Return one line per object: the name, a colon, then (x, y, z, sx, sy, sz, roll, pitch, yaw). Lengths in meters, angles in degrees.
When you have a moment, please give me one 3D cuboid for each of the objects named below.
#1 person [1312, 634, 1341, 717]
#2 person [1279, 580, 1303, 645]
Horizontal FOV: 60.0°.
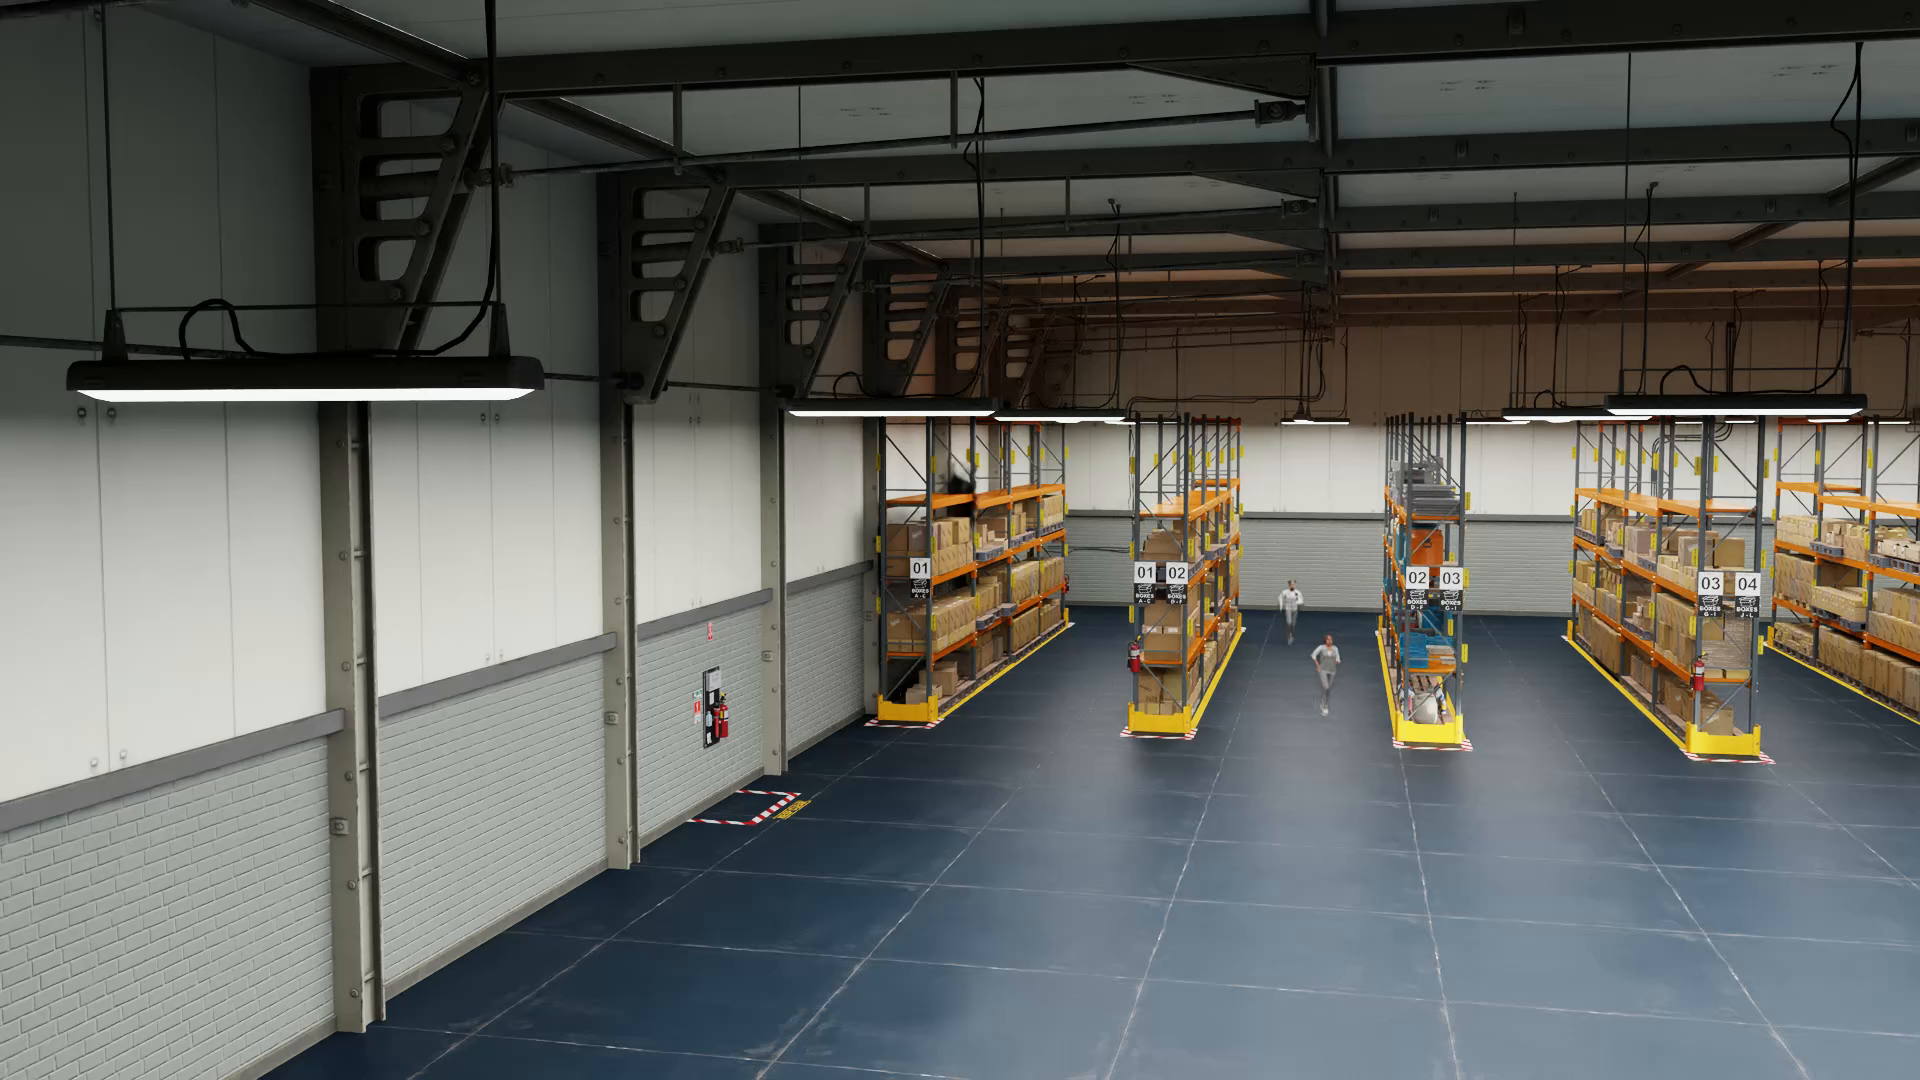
person: (7.310, 2.685, 33.153, 0.498, 1.644, 0.722, 0, 4, -7)
person: (8.787, 1.903, 44.087, 0.573, 1.738, 0.812, 0, 4, -1)
